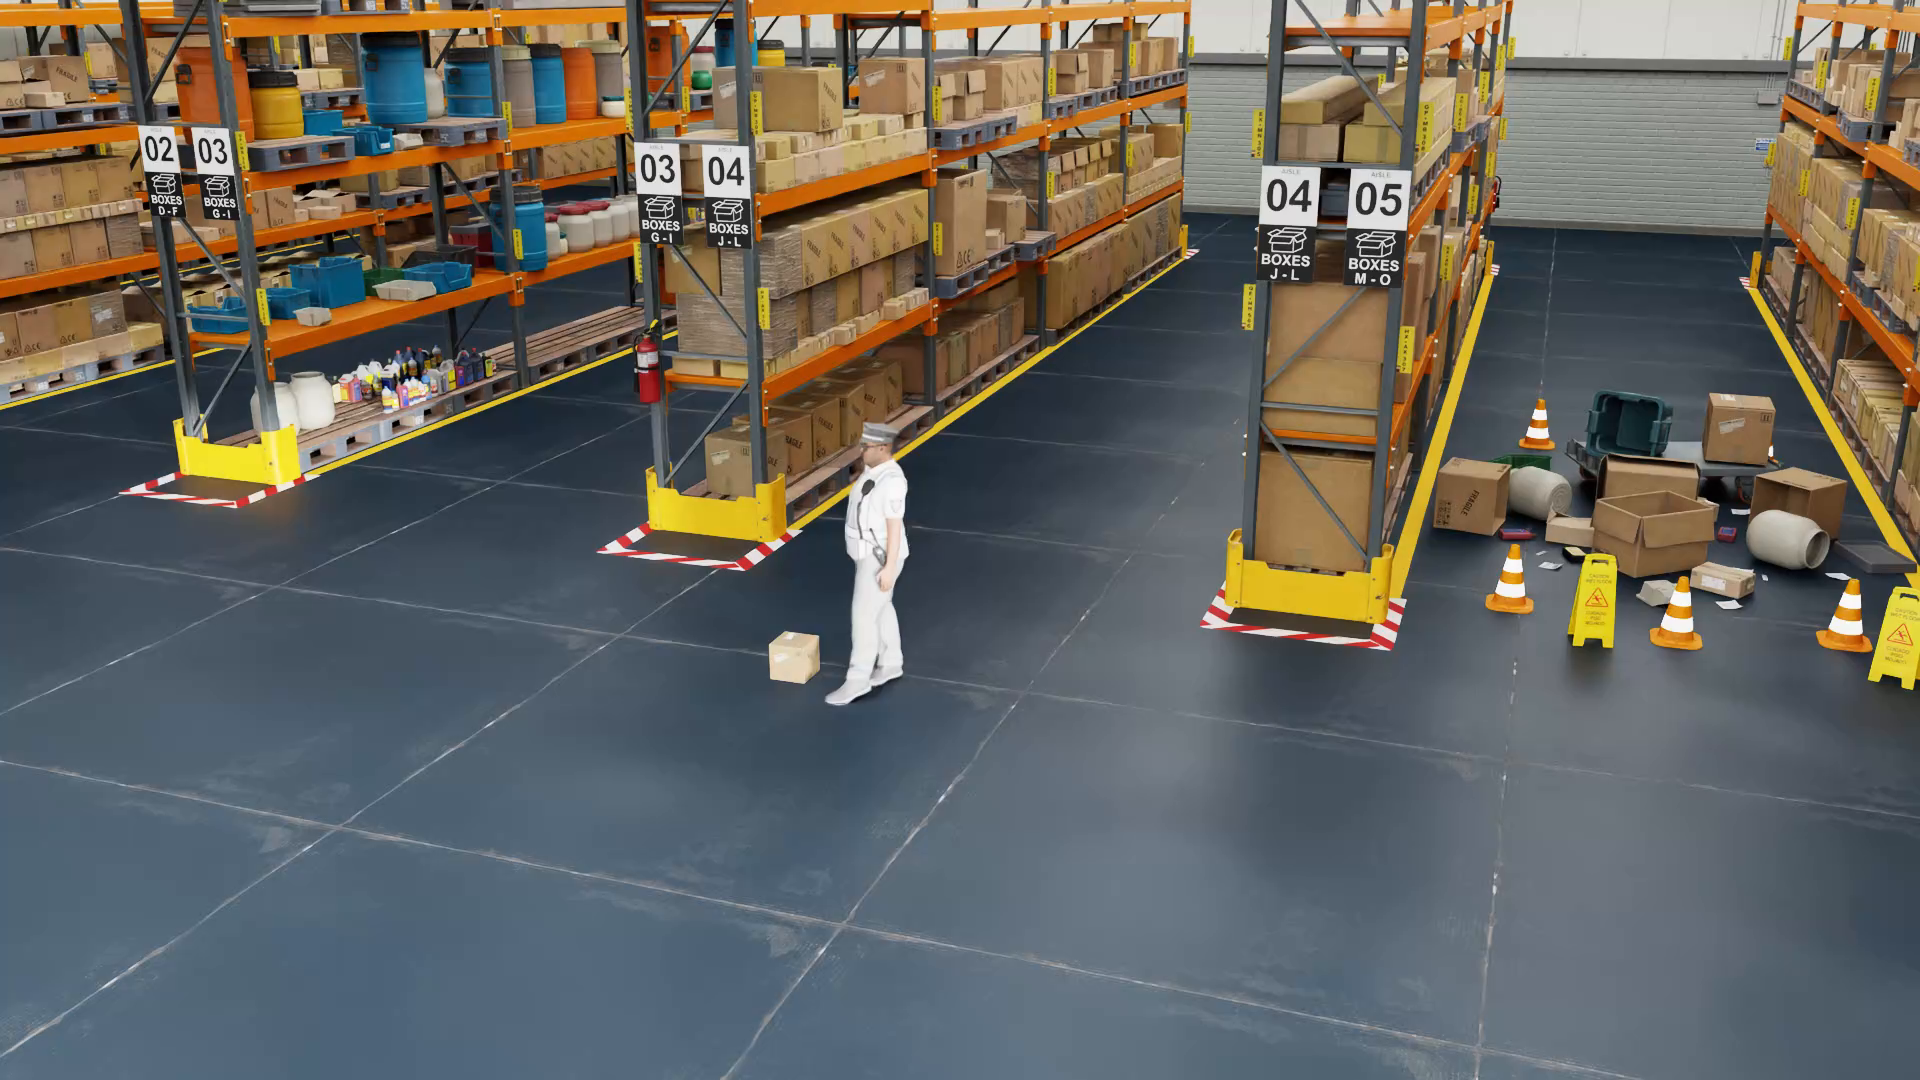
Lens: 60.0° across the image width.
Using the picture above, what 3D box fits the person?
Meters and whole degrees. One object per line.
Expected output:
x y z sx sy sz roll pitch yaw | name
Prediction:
-0.642 0.114 10.687 0.605 1.770 0.569 -5 19 -16 | person
